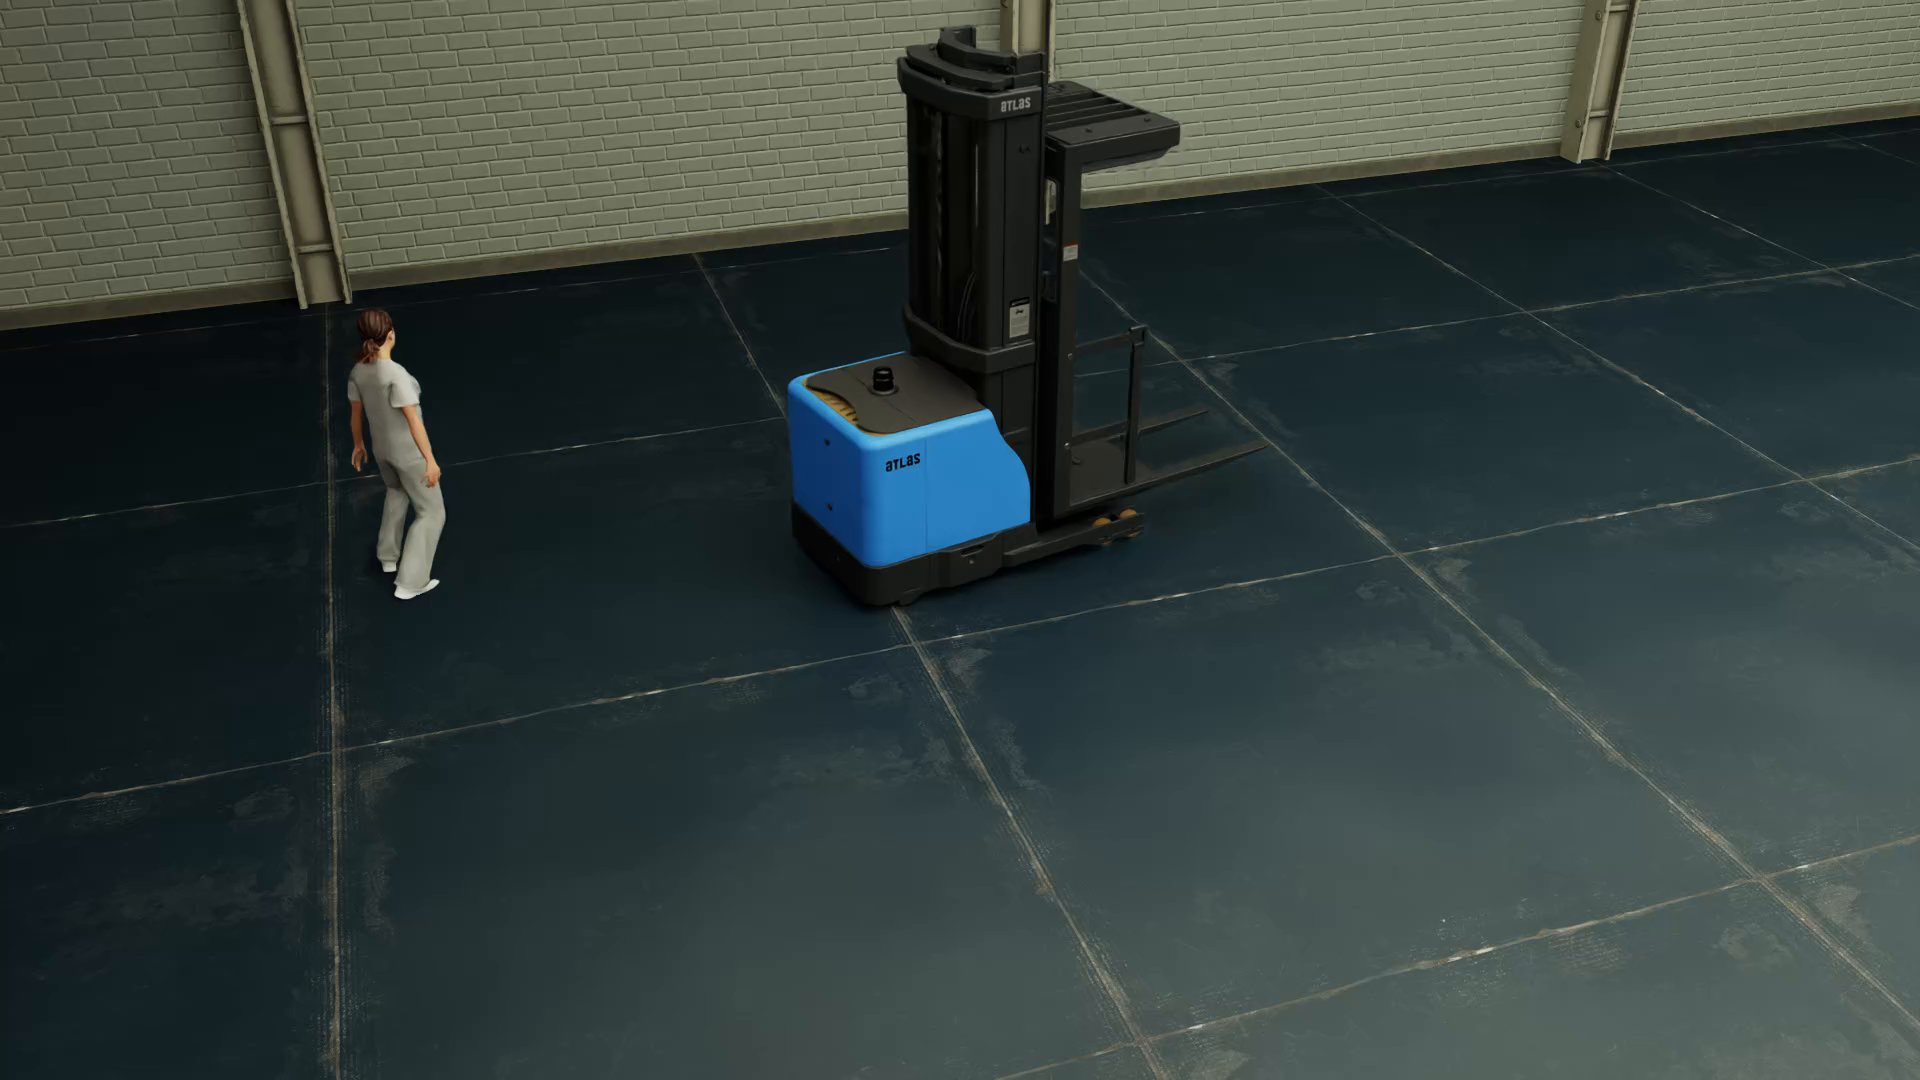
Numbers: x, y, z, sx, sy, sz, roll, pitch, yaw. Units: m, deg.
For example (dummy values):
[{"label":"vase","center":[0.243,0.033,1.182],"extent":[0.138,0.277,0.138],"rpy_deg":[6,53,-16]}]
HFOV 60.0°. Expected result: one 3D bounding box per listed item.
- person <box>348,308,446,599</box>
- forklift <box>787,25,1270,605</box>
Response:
[{"label":"person","center":[-3.161,-0.461,9.260],"extent":[0.801,1.651,0.463],"rpy_deg":[21,36,32]},{"label":"forklift","center":[0.523,-1.442,9.593],"extent":[3.031,2.935,1.130],"rpy_deg":[-17,34,-27]}]
